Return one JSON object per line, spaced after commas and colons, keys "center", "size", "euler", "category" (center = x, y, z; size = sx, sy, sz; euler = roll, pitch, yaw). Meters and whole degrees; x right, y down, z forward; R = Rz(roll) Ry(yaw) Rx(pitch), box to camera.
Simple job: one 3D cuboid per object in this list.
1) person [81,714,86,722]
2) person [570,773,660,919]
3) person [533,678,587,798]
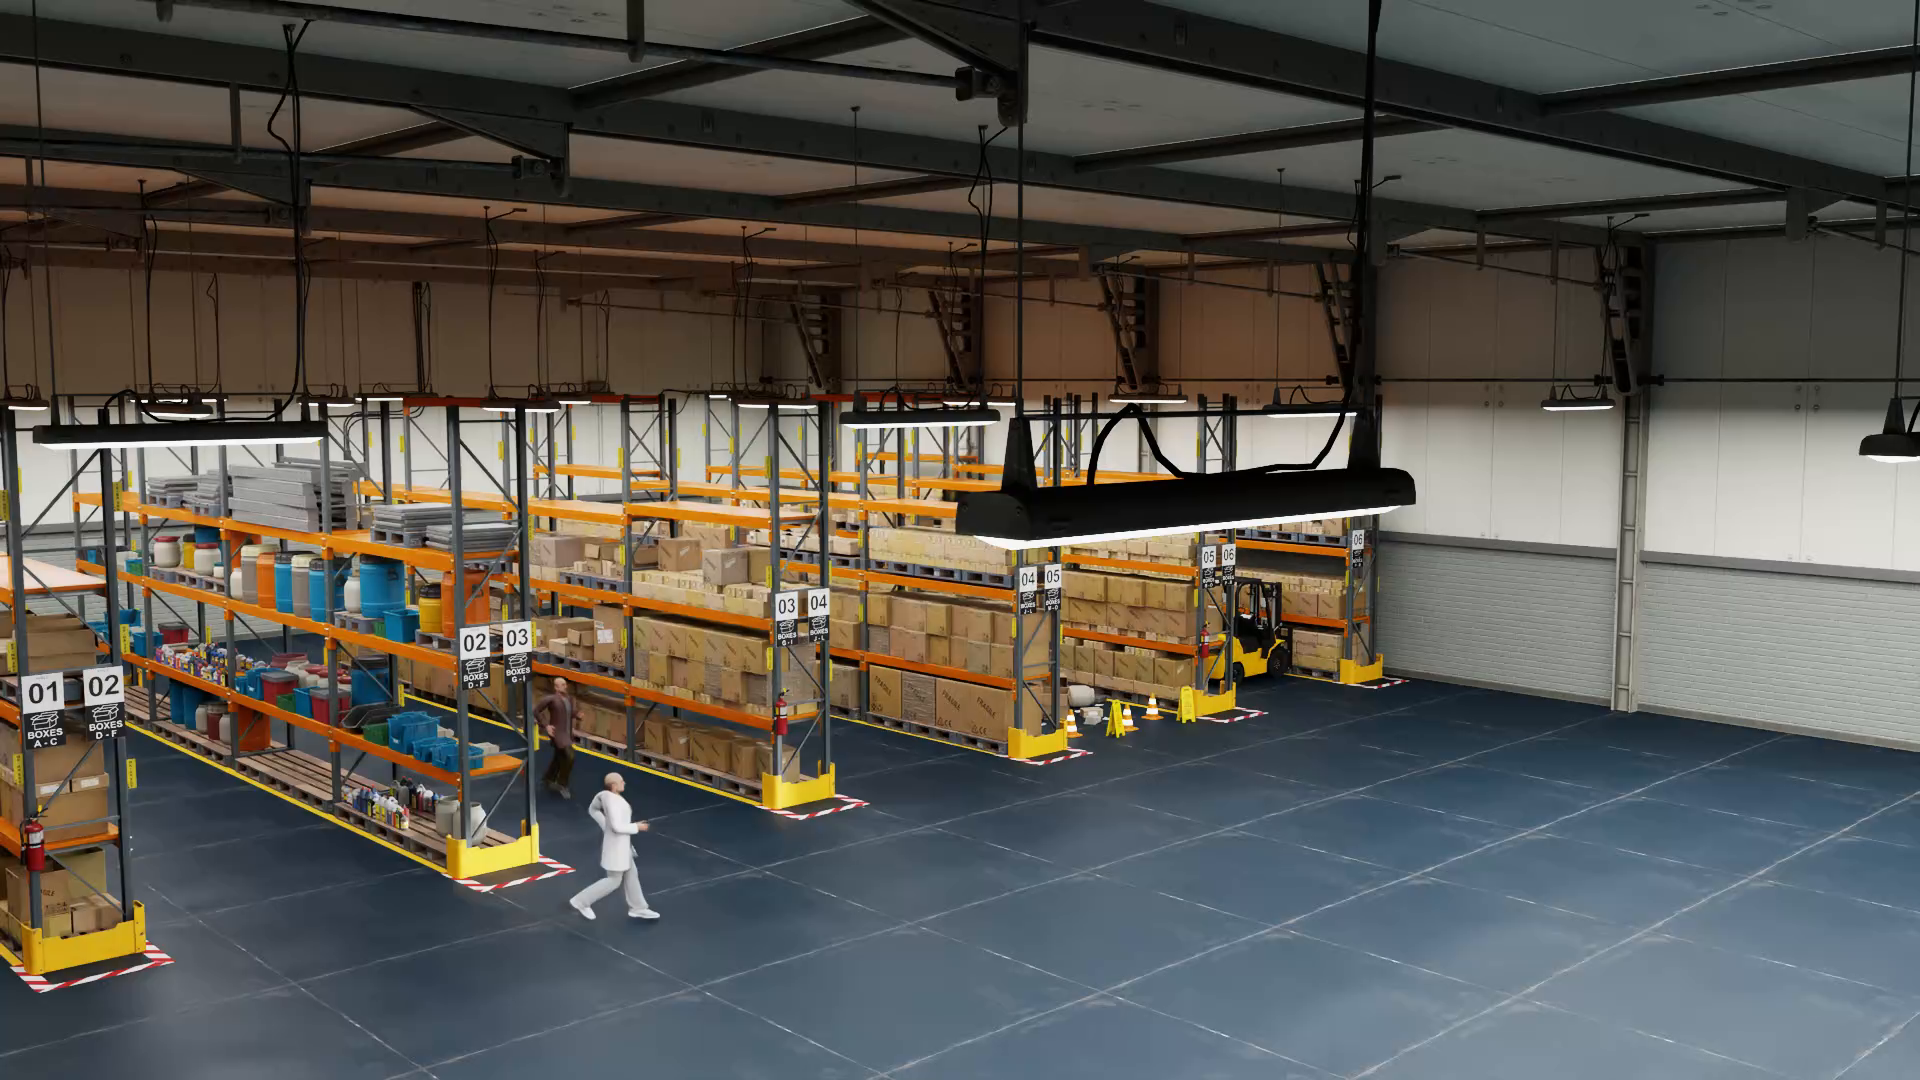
{"center": [-14.964, 2.777, 28.528], "size": [0.594, 1.627, 0.536], "euler": [-5, 8, -43], "category": "person"}
{"center": [-4.014, 3.579, 19.291], "size": [1.043, 1.790, 0.710], "euler": [-2, 6, -18], "category": "person"}
{"center": [-6.084, 3.011, 25.349], "size": [0.829, 1.837, 0.681], "euler": [2, 6, 19], "category": "person"}
